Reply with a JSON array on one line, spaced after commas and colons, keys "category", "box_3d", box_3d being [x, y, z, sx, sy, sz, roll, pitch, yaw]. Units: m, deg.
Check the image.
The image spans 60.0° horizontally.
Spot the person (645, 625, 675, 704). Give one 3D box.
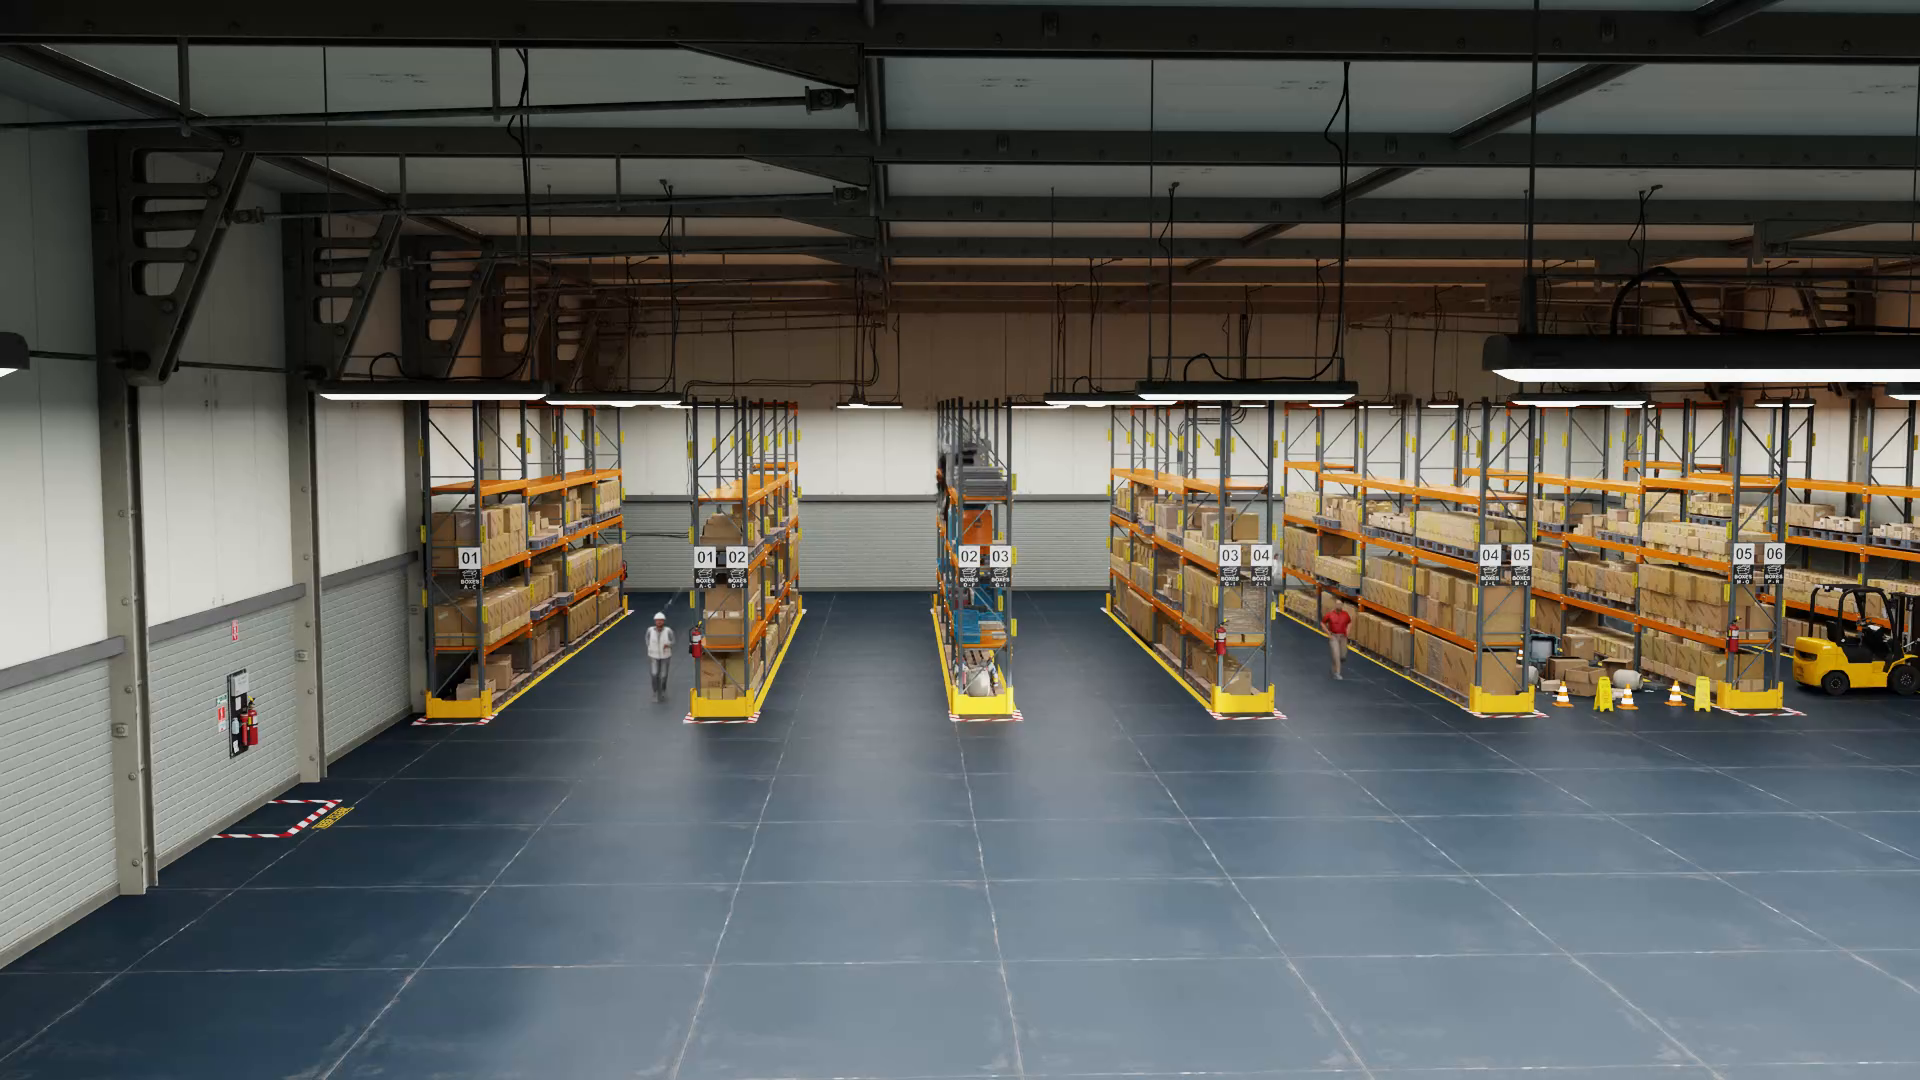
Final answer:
[{"category": "person", "box_3d": [-5.924, 2.438, 32.879, 0.574, 1.569, 0.733, -1, 5, -12]}]

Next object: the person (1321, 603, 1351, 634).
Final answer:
[{"category": "person", "box_3d": [8.096, 1.686, 35.627, 0.659, 0.683, 0.365, -1, 4, -9]}]

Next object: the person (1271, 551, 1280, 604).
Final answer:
[{"category": "person", "box_3d": [9.153, 1.132, 49.055, 0.523, 1.662, 0.729, 0, 4, 2]}]

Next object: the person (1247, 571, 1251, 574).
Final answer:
[{"category": "person", "box_3d": [7.600, 1.502, 43.395, 0.627, 1.636, 1.046, 0, 4, -2]}]
